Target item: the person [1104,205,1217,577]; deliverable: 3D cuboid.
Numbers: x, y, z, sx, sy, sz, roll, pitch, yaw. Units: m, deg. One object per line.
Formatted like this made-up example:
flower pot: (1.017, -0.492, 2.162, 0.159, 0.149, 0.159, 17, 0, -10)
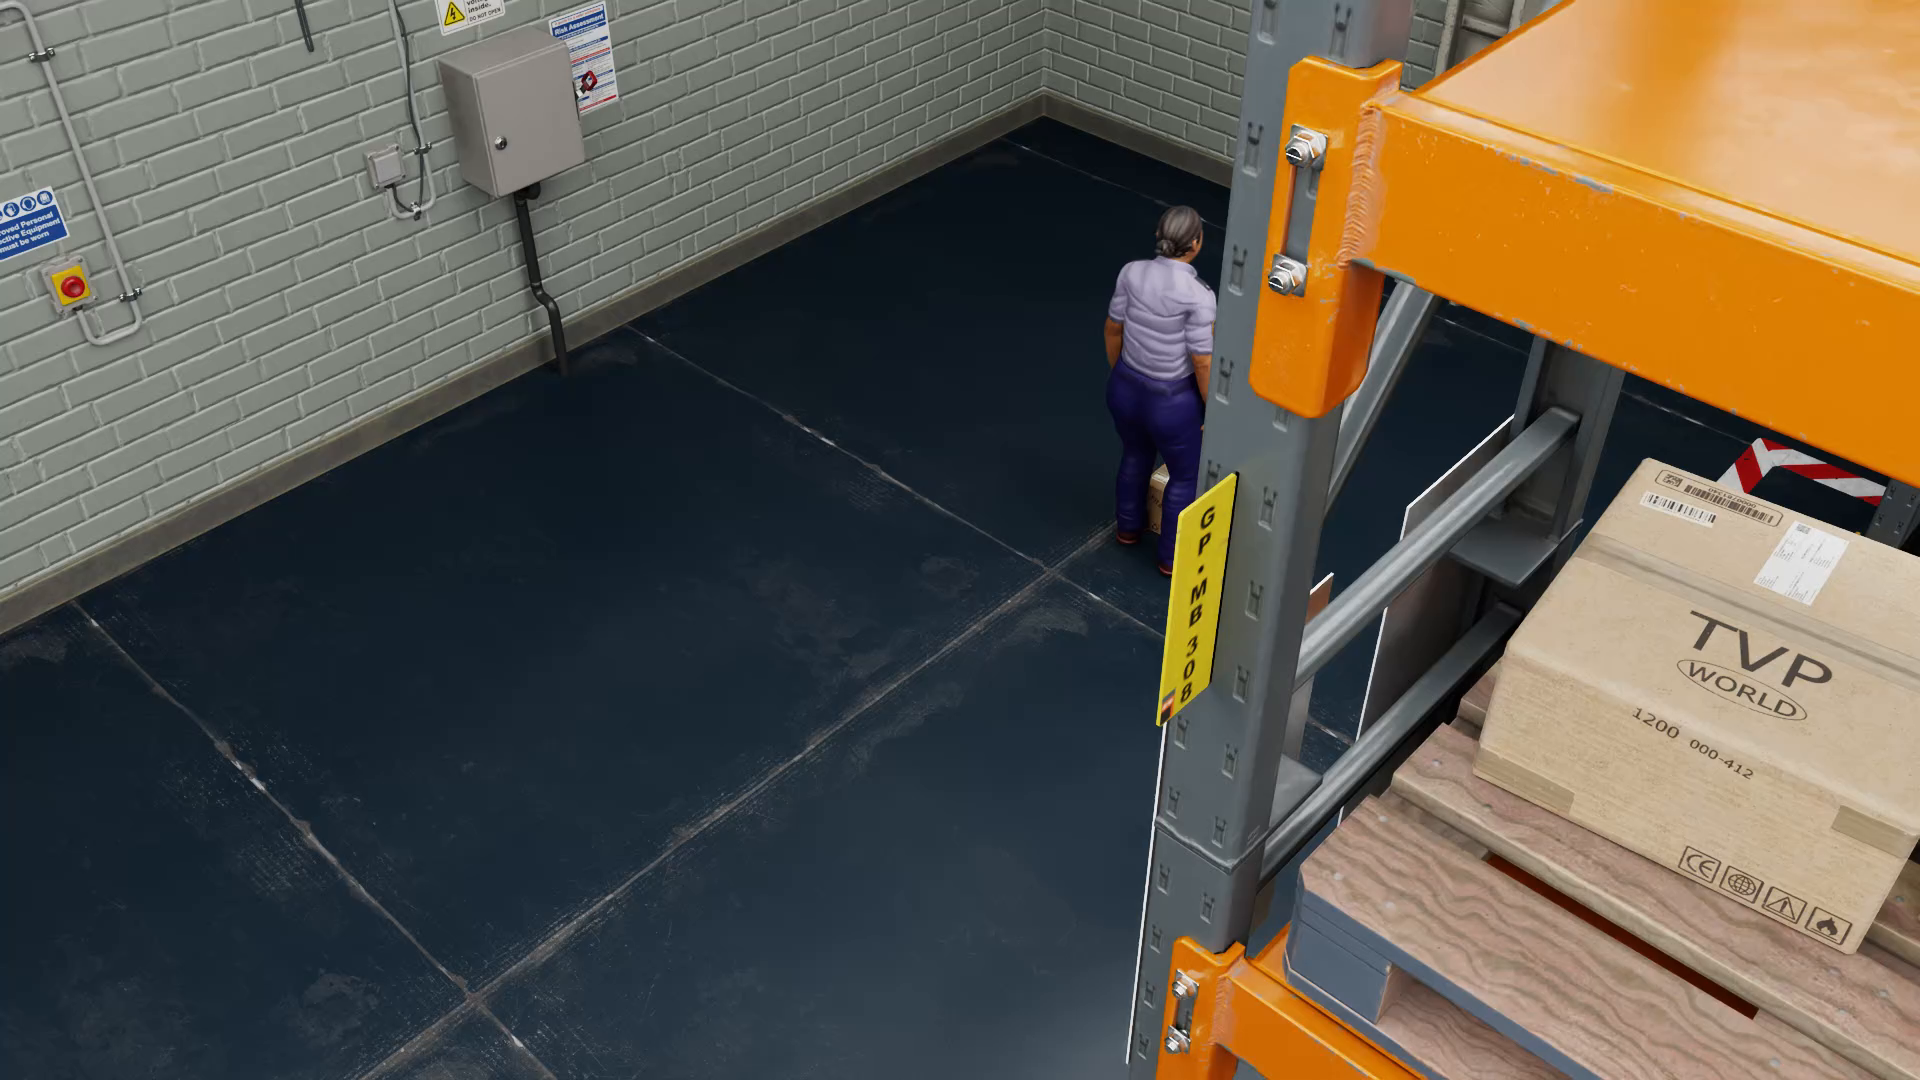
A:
person: (0.851, -0.612, 6.901, 0.554, 1.652, 0.416, 29, 48, 30)
